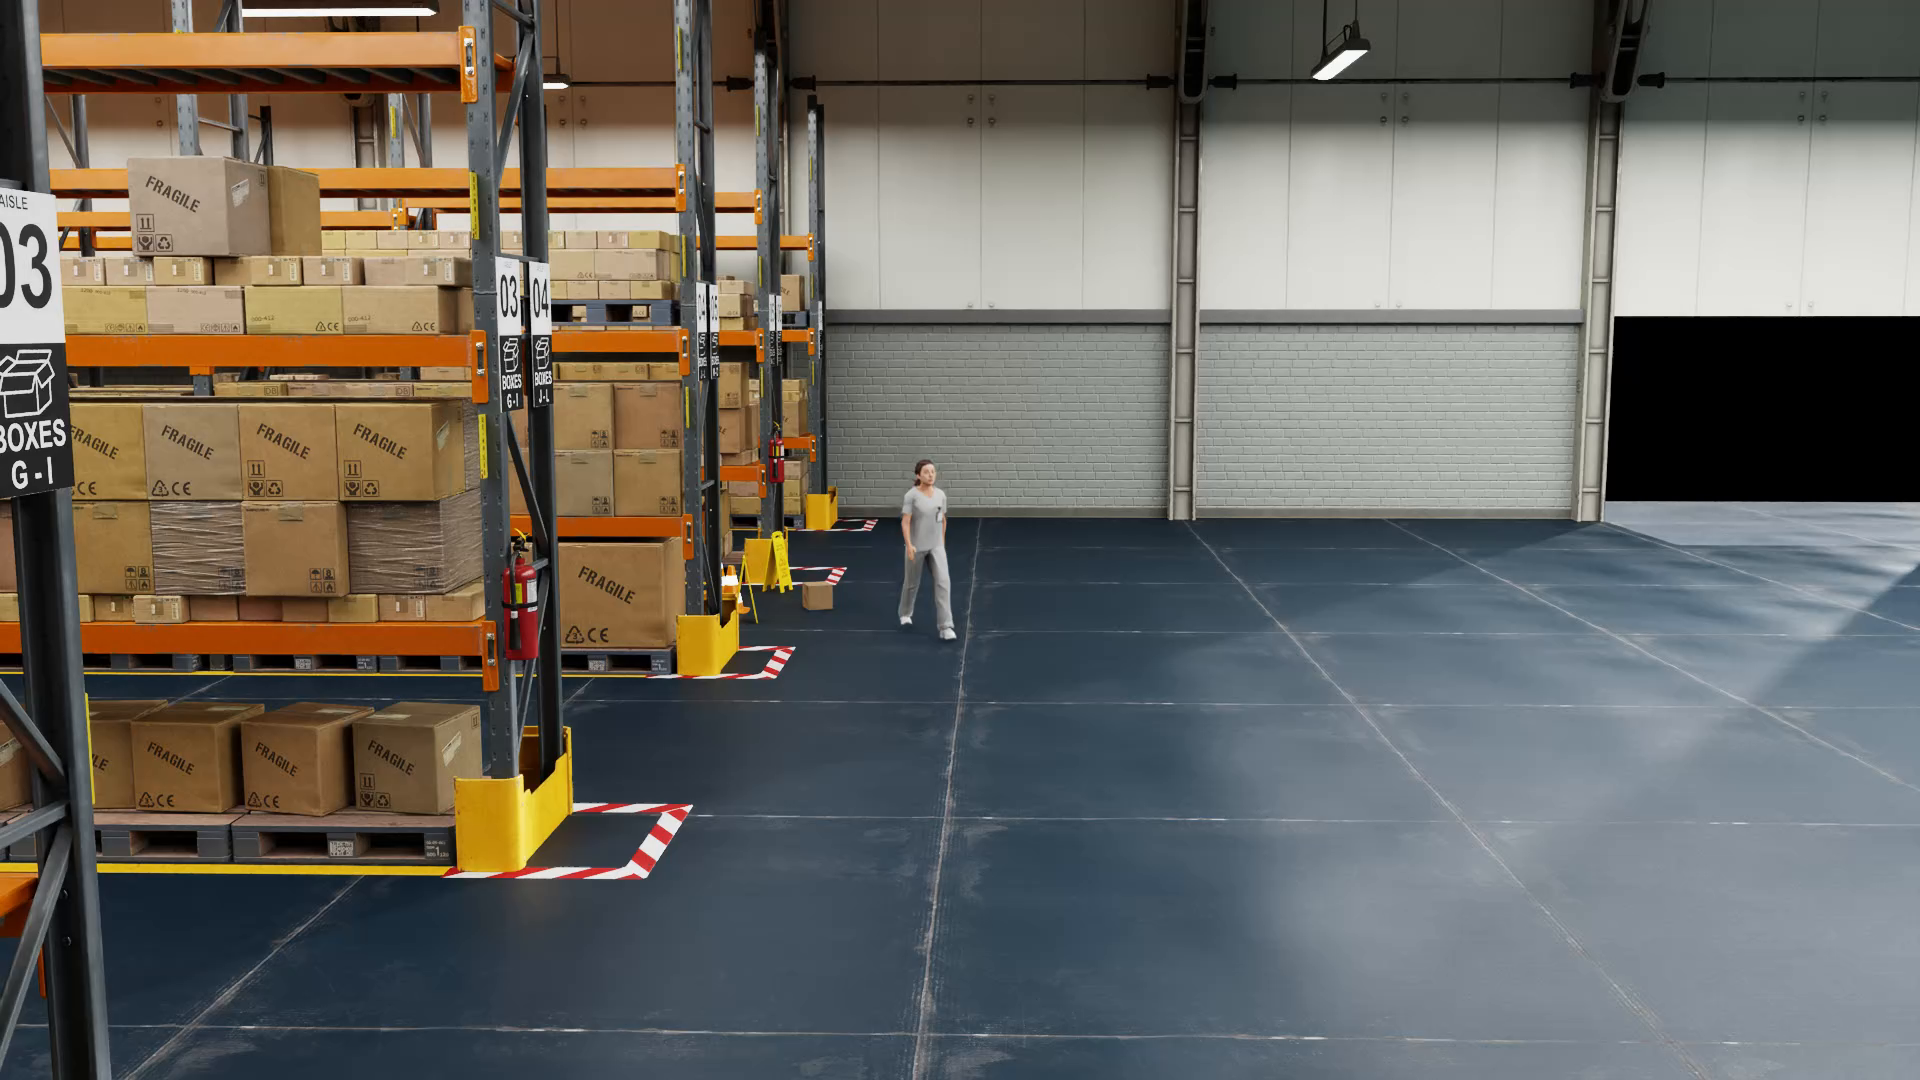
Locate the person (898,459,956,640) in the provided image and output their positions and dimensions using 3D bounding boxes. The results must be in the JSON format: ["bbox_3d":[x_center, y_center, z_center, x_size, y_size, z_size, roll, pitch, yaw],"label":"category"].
[{"bbox_3d":[-0.315,0.064,15.262,0.473,1.610,1.047,-2,8,-18],"label":"person"}]
